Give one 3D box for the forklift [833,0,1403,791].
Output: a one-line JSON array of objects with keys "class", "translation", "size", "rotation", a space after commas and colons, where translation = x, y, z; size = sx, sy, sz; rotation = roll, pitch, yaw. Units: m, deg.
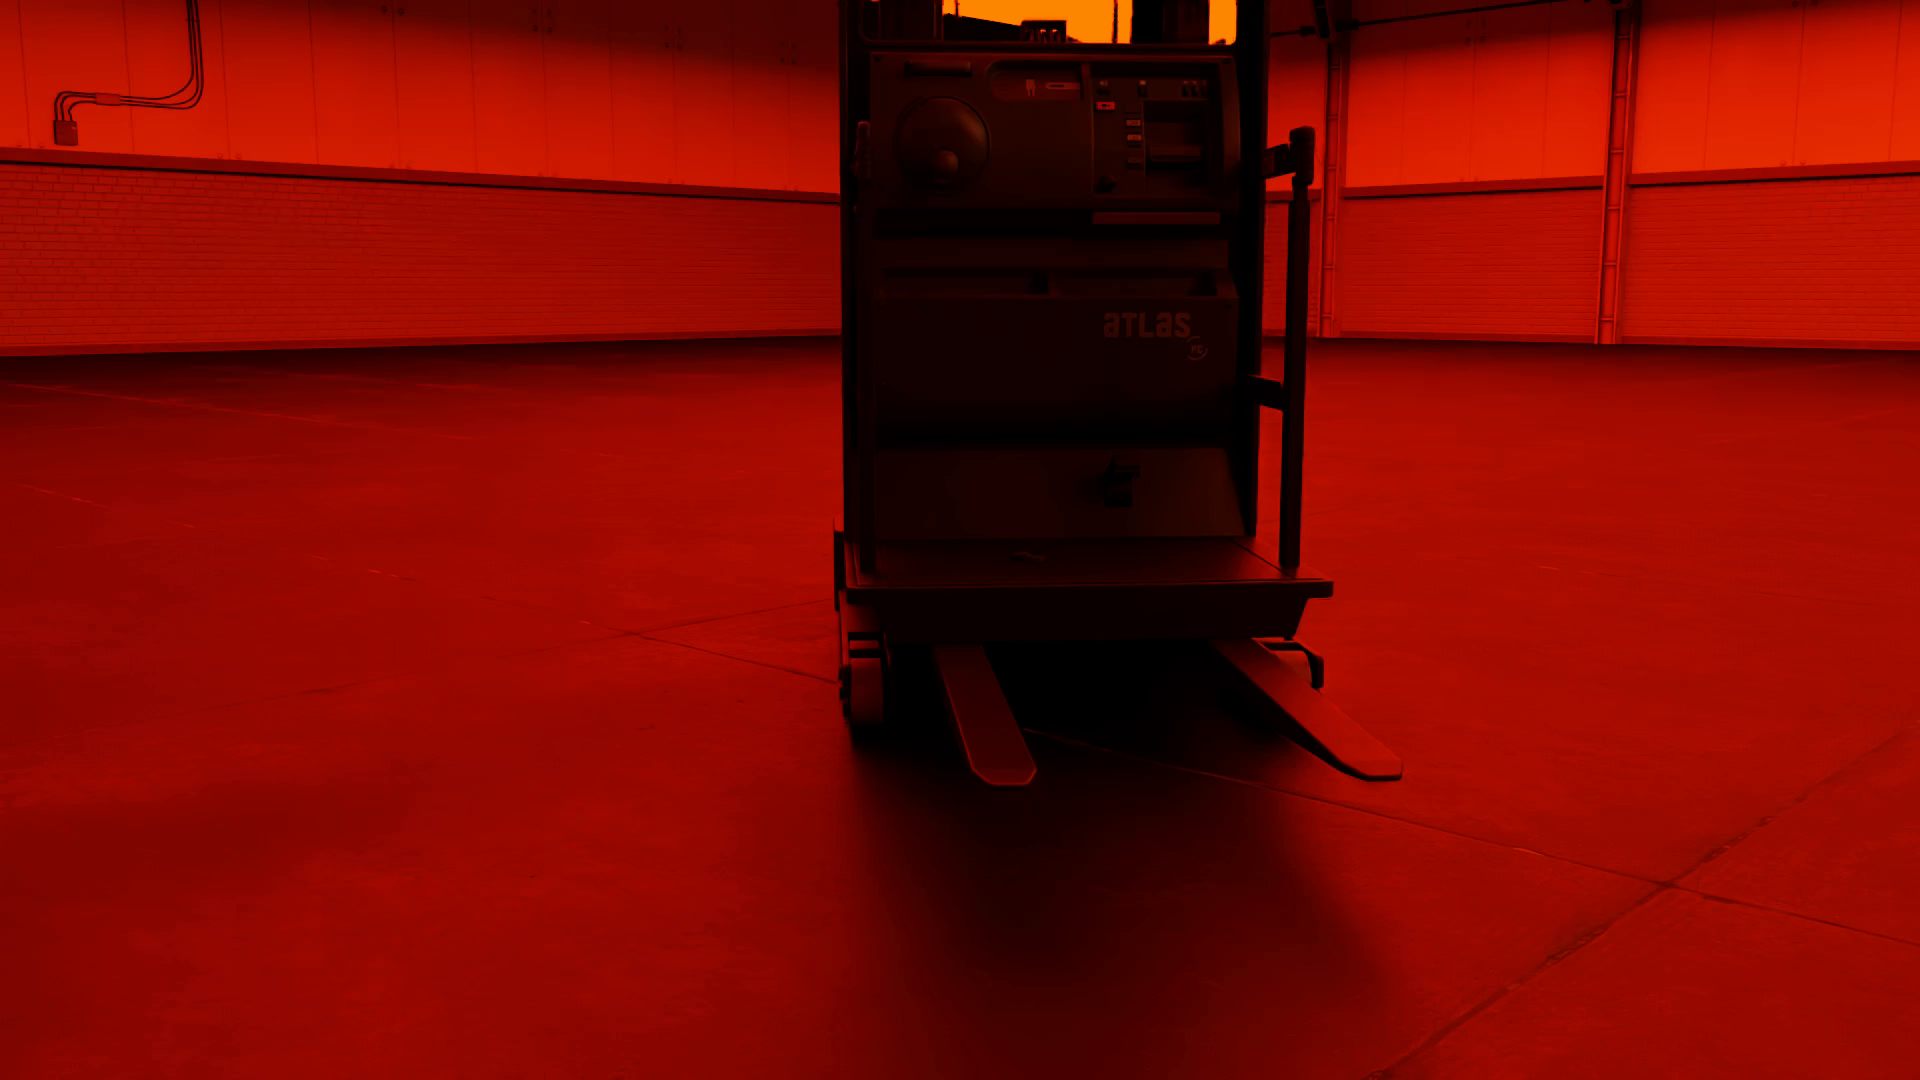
[{"class": "forklift", "translation": [0.257, -1.067, 3.962], "size": [1.130, 2.935, 3.031], "rotation": [-1, 9, -5]}]
